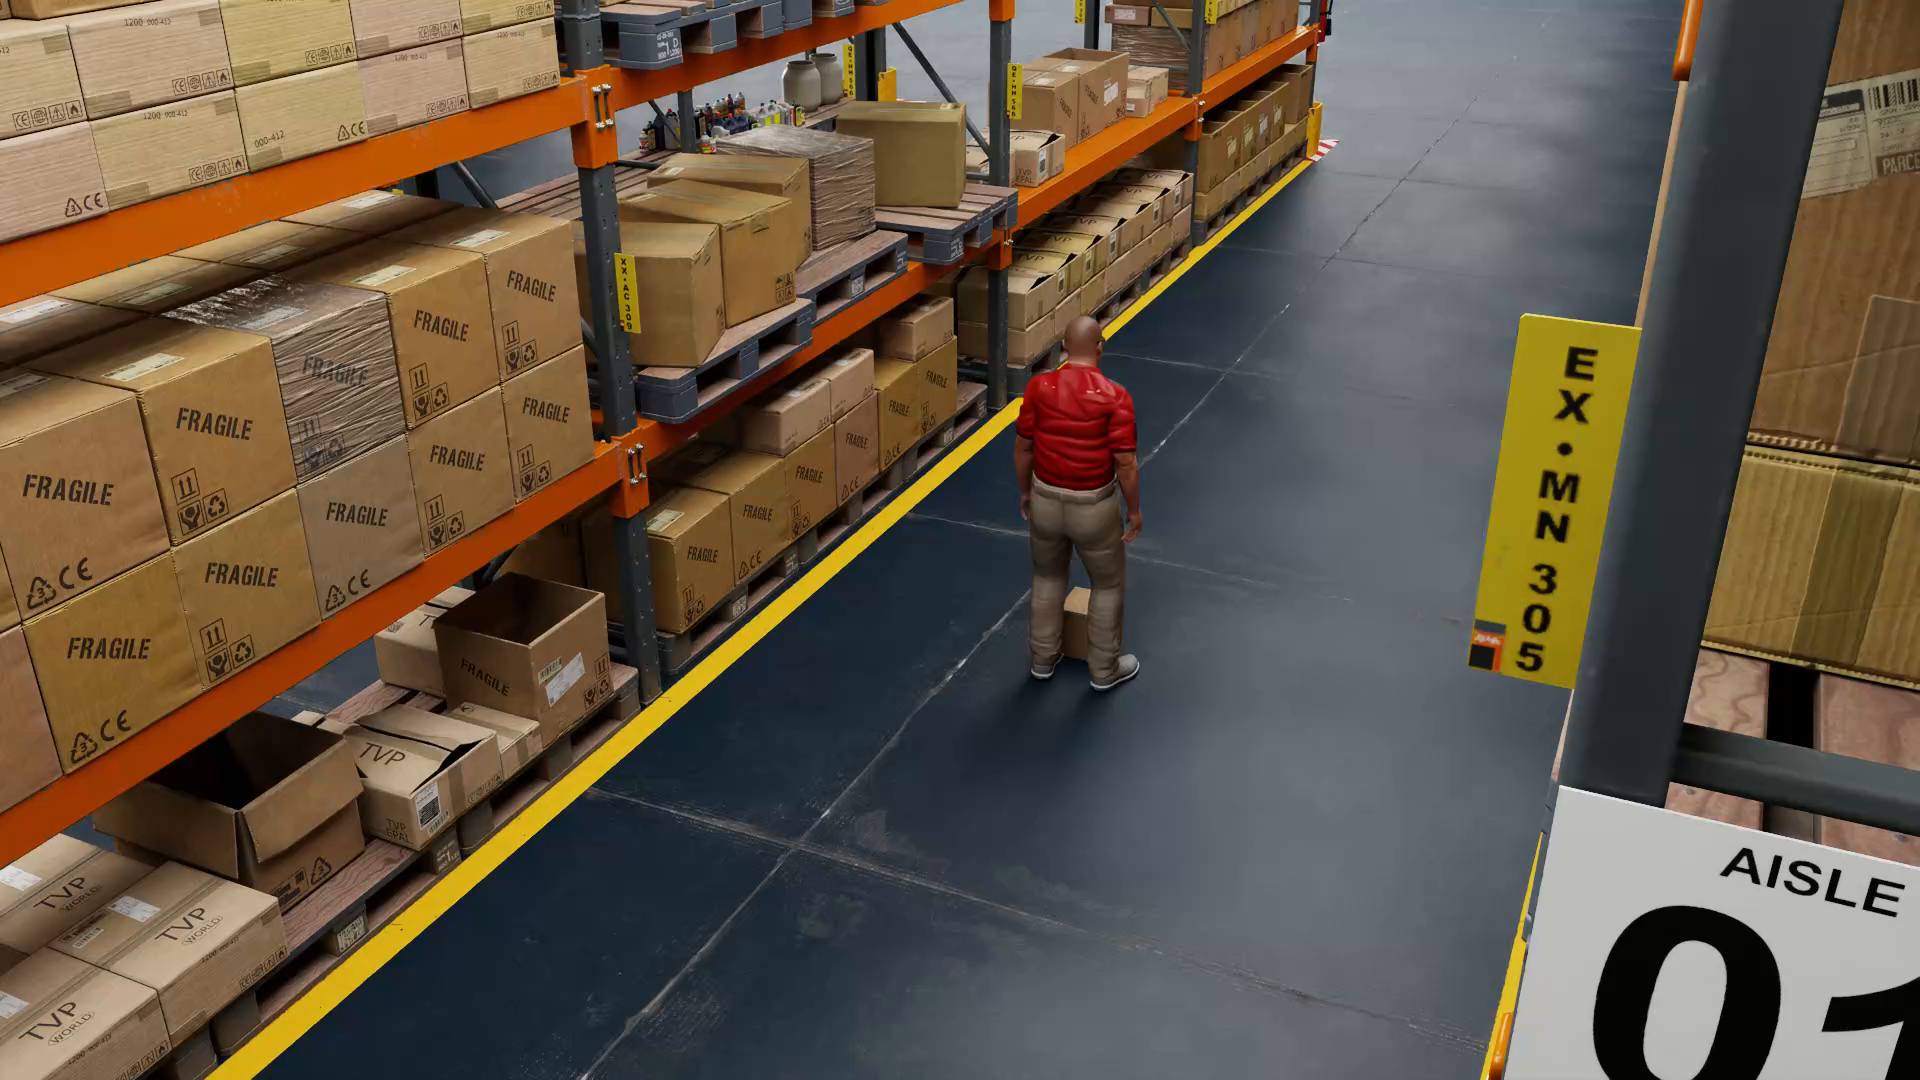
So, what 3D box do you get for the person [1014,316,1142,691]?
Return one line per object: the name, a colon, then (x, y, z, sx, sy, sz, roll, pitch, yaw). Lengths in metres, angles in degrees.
person: (0.529, -0.154, 7.444, 0.587, 1.727, 0.390, 11, 28, 22)
